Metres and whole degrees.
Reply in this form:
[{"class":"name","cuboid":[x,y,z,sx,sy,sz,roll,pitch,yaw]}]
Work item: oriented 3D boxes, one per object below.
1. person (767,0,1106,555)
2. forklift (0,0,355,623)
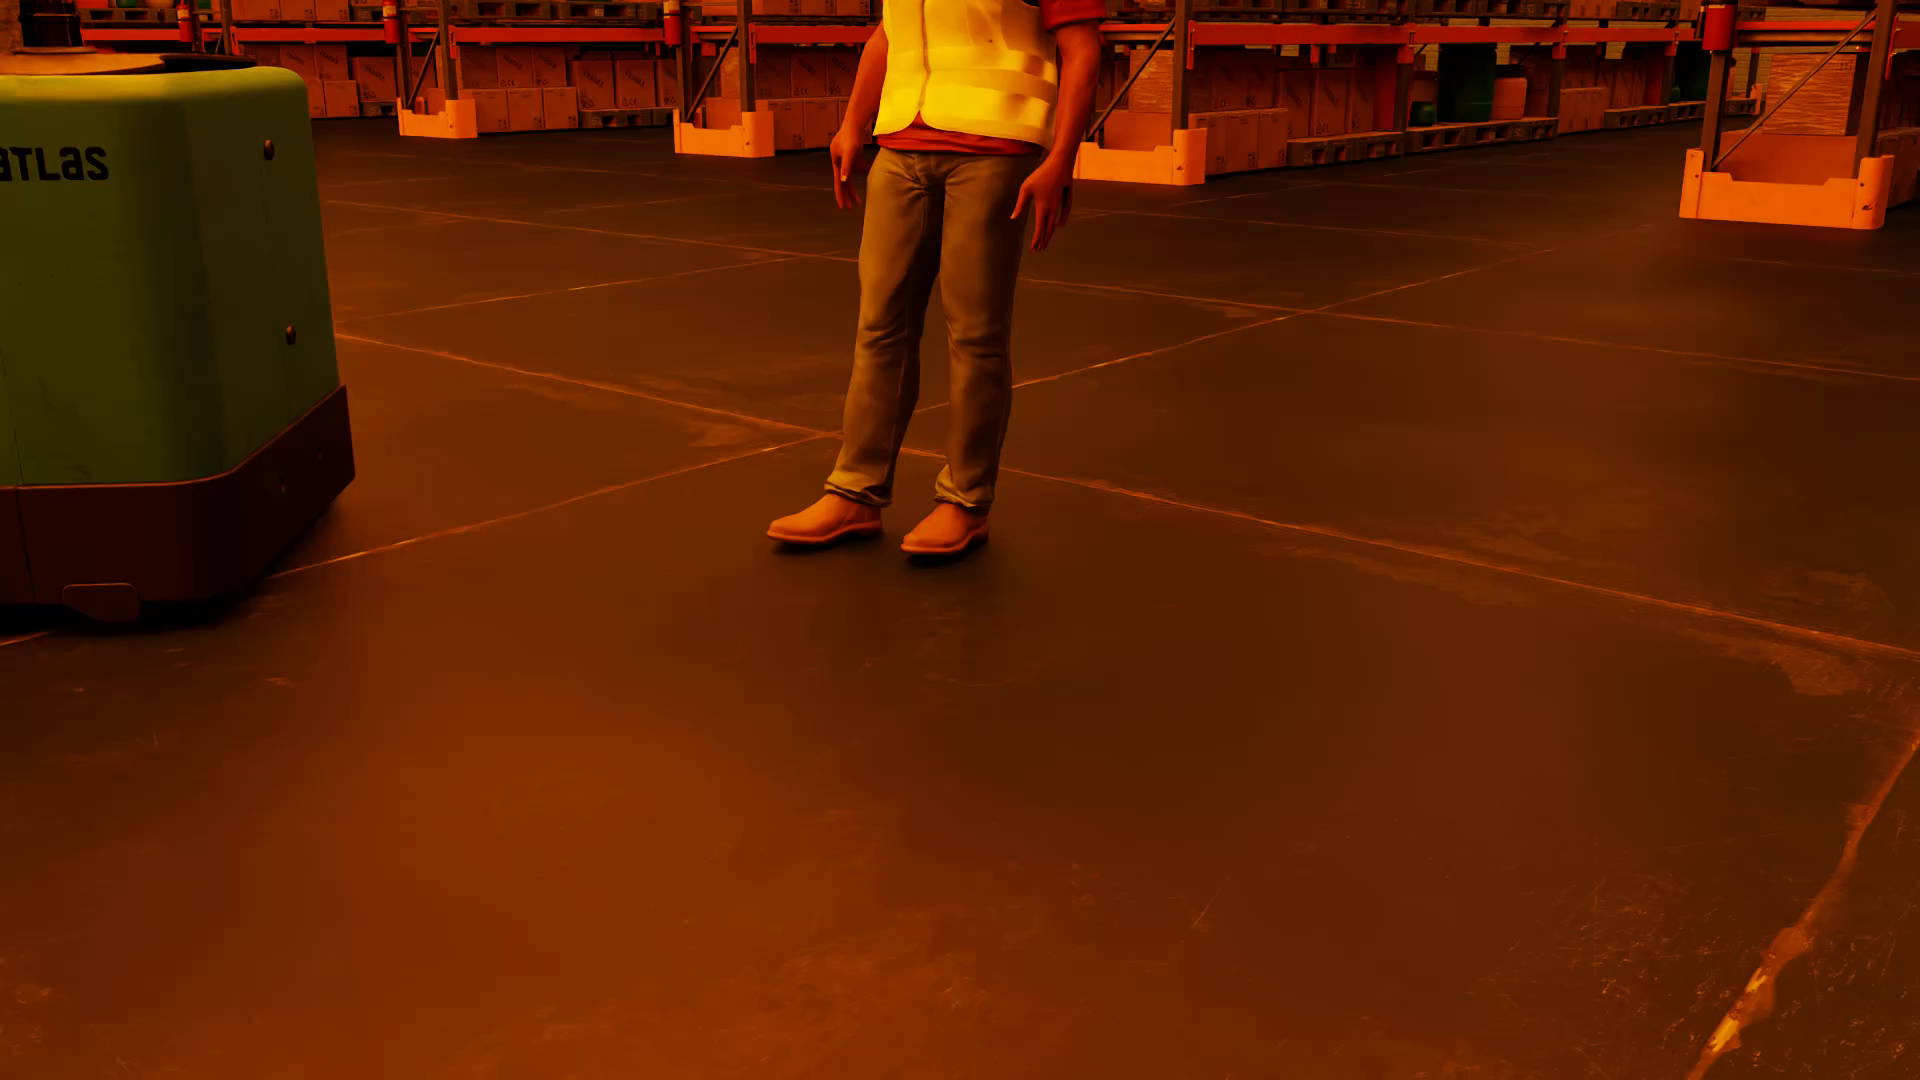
[{"class":"person","cuboid":[-0.049,-0.838,3.636,0.665,1.765,0.577,13,21,37]},{"class":"forklift","cuboid":[-2.999,-1.325,3.261,3.031,2.935,1.130,-2,17,-5]}]
